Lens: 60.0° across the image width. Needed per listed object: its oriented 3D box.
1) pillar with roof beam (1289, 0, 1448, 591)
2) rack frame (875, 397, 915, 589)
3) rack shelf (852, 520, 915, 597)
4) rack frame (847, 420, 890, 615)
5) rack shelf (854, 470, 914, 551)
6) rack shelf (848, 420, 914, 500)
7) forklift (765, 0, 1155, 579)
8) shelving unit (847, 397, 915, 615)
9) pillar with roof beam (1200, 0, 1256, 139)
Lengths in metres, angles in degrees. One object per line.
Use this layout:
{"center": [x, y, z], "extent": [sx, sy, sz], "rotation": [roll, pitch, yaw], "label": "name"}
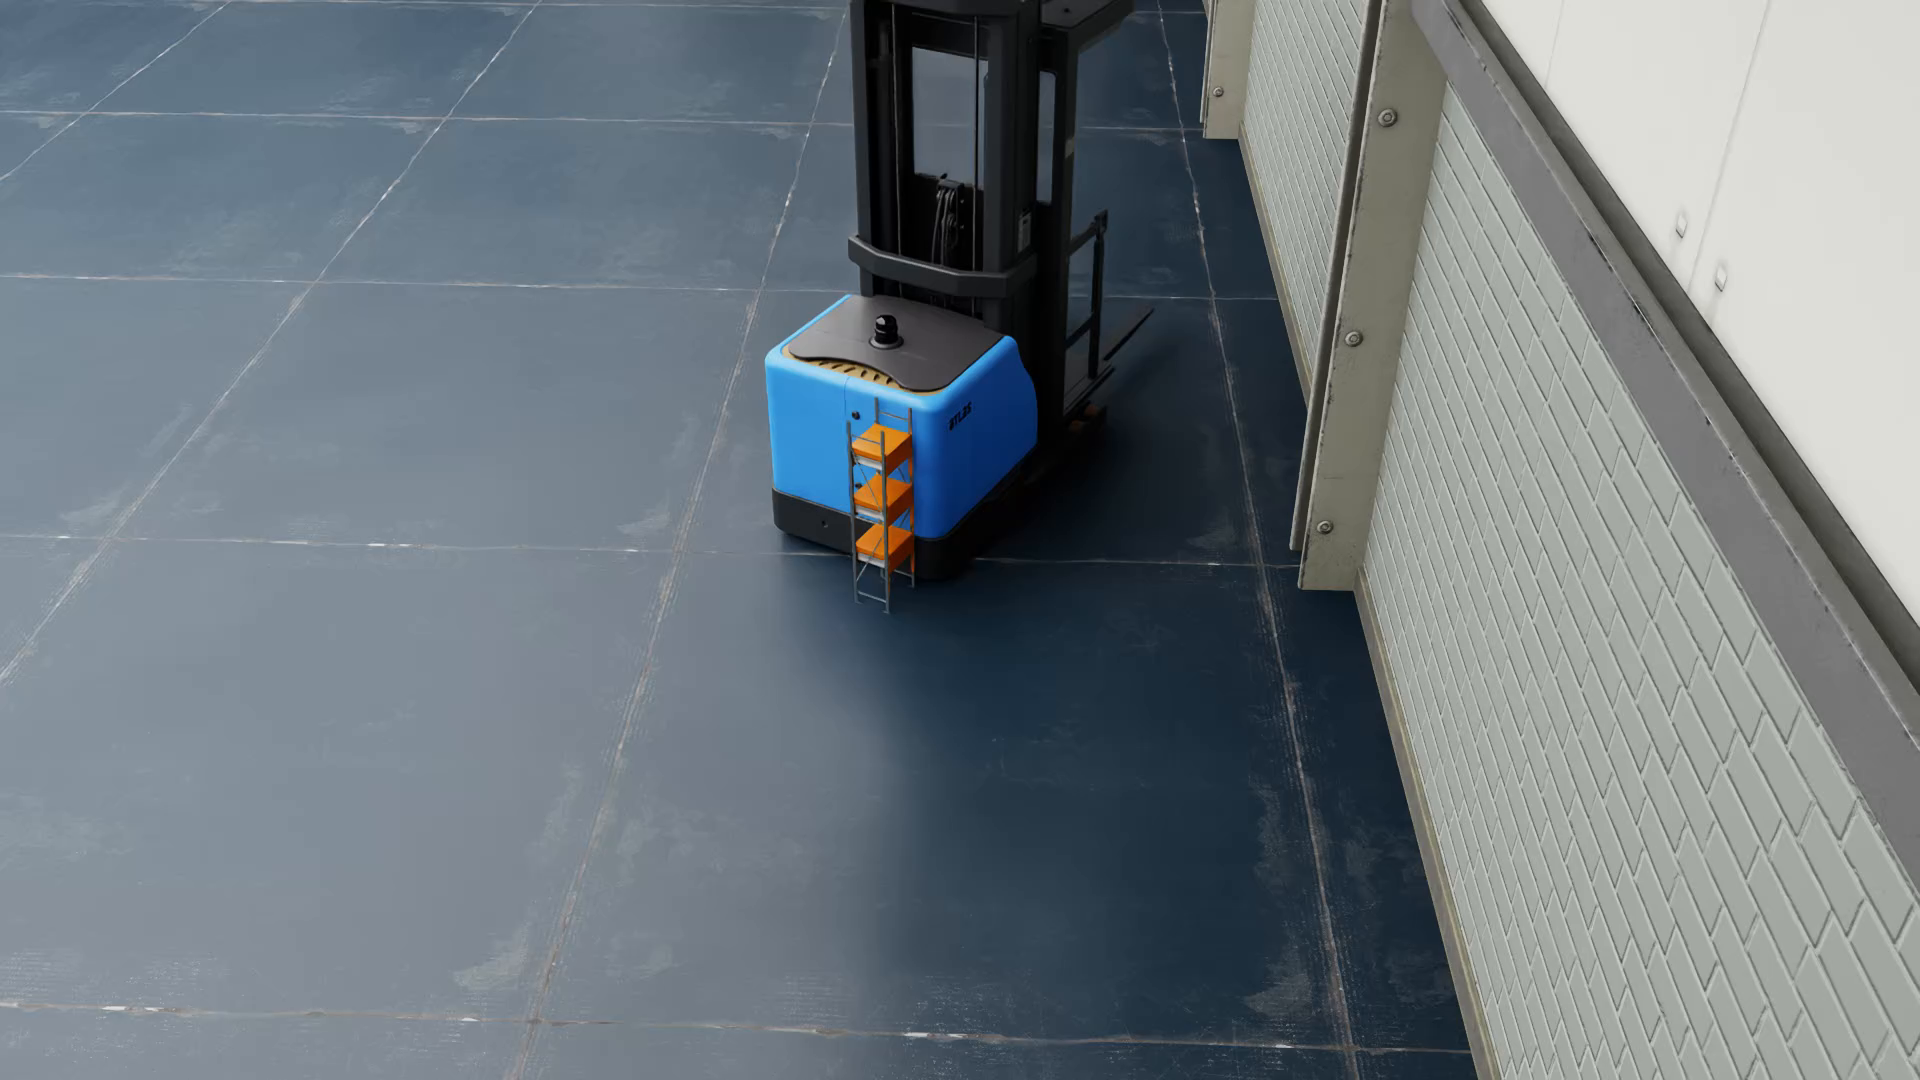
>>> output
{"center": [-2.438, -3.645, 6.055], "extent": [9.100, 9.000, 0.400], "rotation": [1, 35, 2], "label": "pillar with roof beam"}
{"center": [-0.313, -0.214, 8.087], "extent": [0.200, 1.050, 0.008], "rotation": [18, 39, 24], "label": "rack frame"}
{"center": [-0.373, 0.083, 8.166], "extent": [0.215, 0.259, 0.240], "rotation": [18, 39, 24], "label": "rack shelf"}
{"center": [-0.433, -0.092, 7.913], "extent": [0.200, 1.050, 0.008], "rotation": [18, 39, 24], "label": "rack frame"}
{"center": [-0.373, -0.144, 8.006], "extent": [0.215, 0.259, 0.240], "rotation": [18, 39, 24], "label": "rack shelf"}
{"center": [-0.373, -0.376, 7.843], "extent": [0.215, 0.259, 0.240], "rotation": [18, 39, 24], "label": "rack shelf"}
{"center": [0.187, -1.828, 8.748], "extent": [1.130, 2.935, 3.031], "rotation": [18, 39, 24], "label": "forklift"}
{"center": [-0.373, -0.153, 8.000], "extent": [0.215, 1.050, 0.252], "rotation": [18, 39, 24], "label": "shelving unit"}
{"center": [-2.197, -7.092, 10.960], "extent": [9.100, 9.000, 0.400], "rotation": [1, 35, 2], "label": "pillar with roof beam"}
